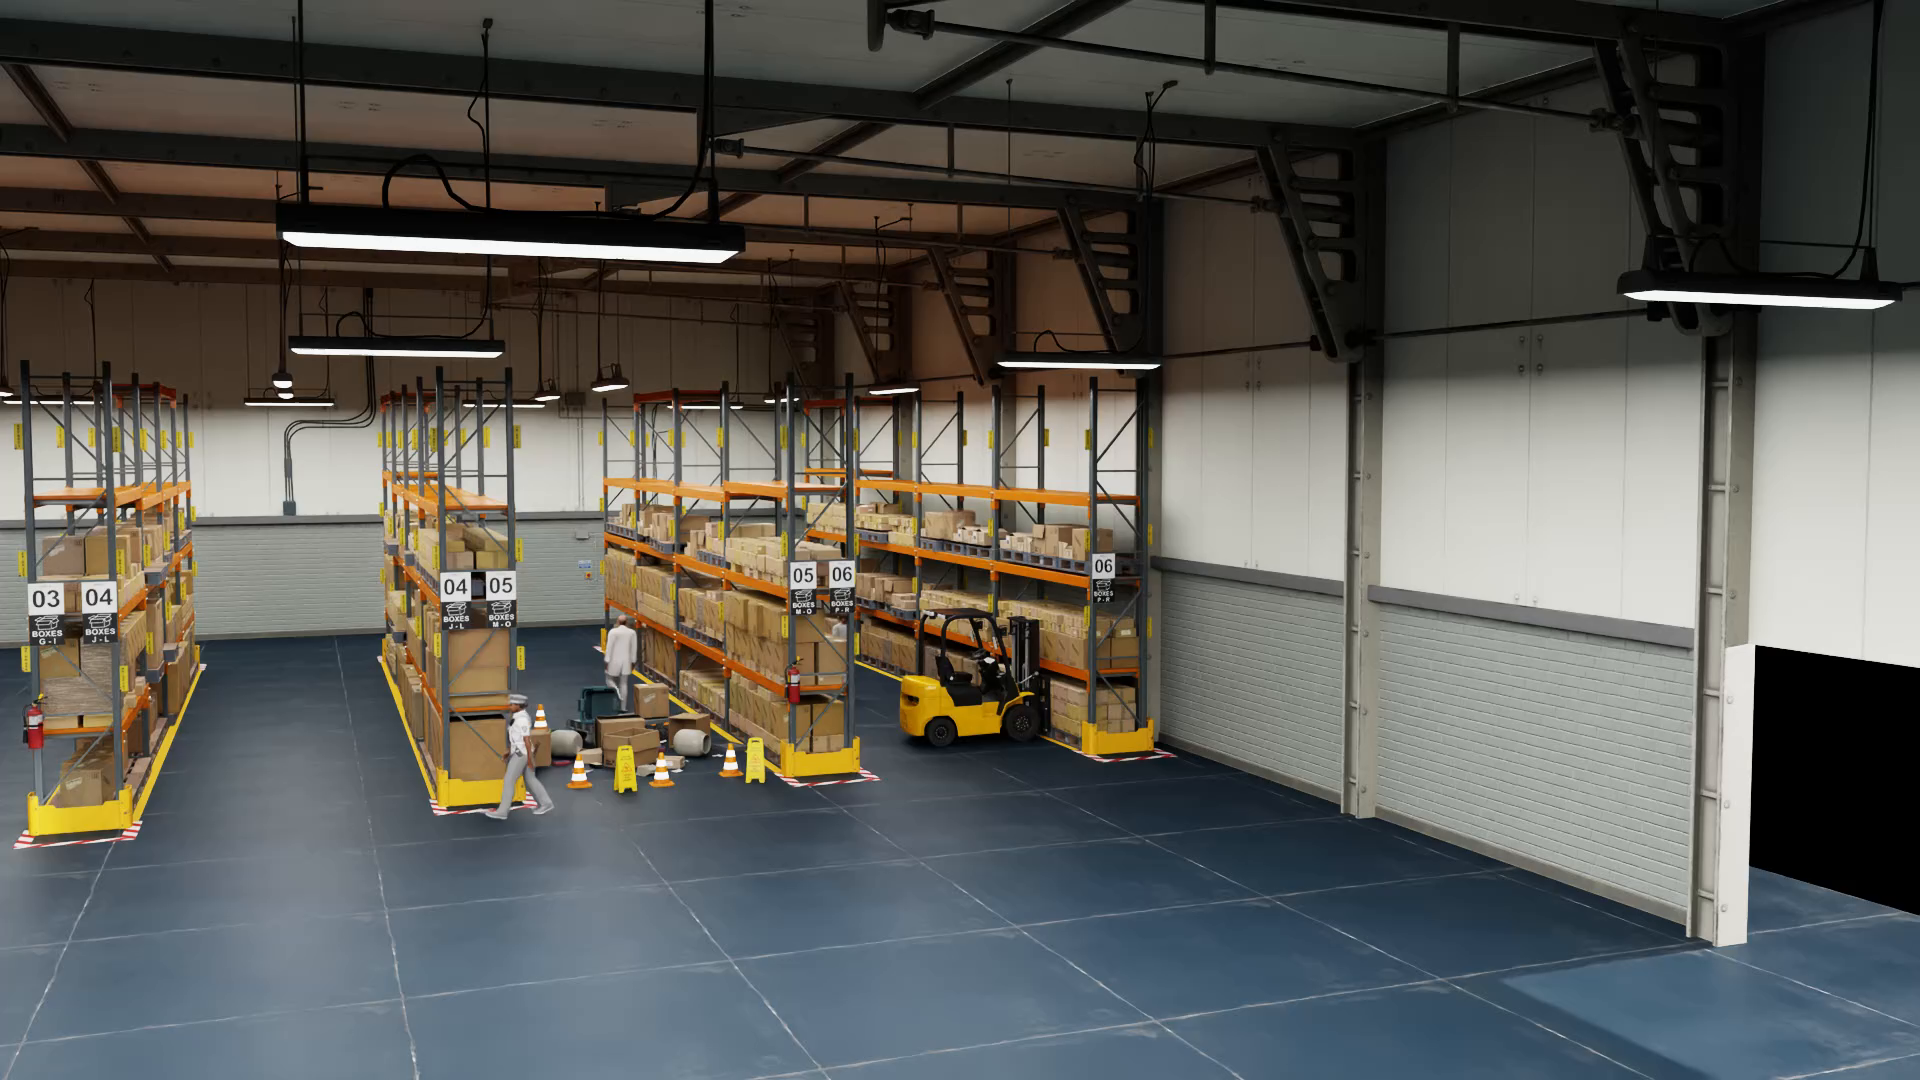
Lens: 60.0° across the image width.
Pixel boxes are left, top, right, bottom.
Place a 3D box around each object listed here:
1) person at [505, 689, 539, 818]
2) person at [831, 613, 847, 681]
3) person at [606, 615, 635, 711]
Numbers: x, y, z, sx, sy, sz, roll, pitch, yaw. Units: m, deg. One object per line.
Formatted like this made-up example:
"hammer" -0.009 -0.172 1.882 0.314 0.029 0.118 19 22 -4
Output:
"person" -5.816 2.843 22.070 0.372 1.717 0.523 3 5 42
"person" -2.307 1.925 32.493 0.509 1.676 0.407 2 4 26
"person" -6.260 2.259 30.688 0.602 1.785 0.423 1 4 21
